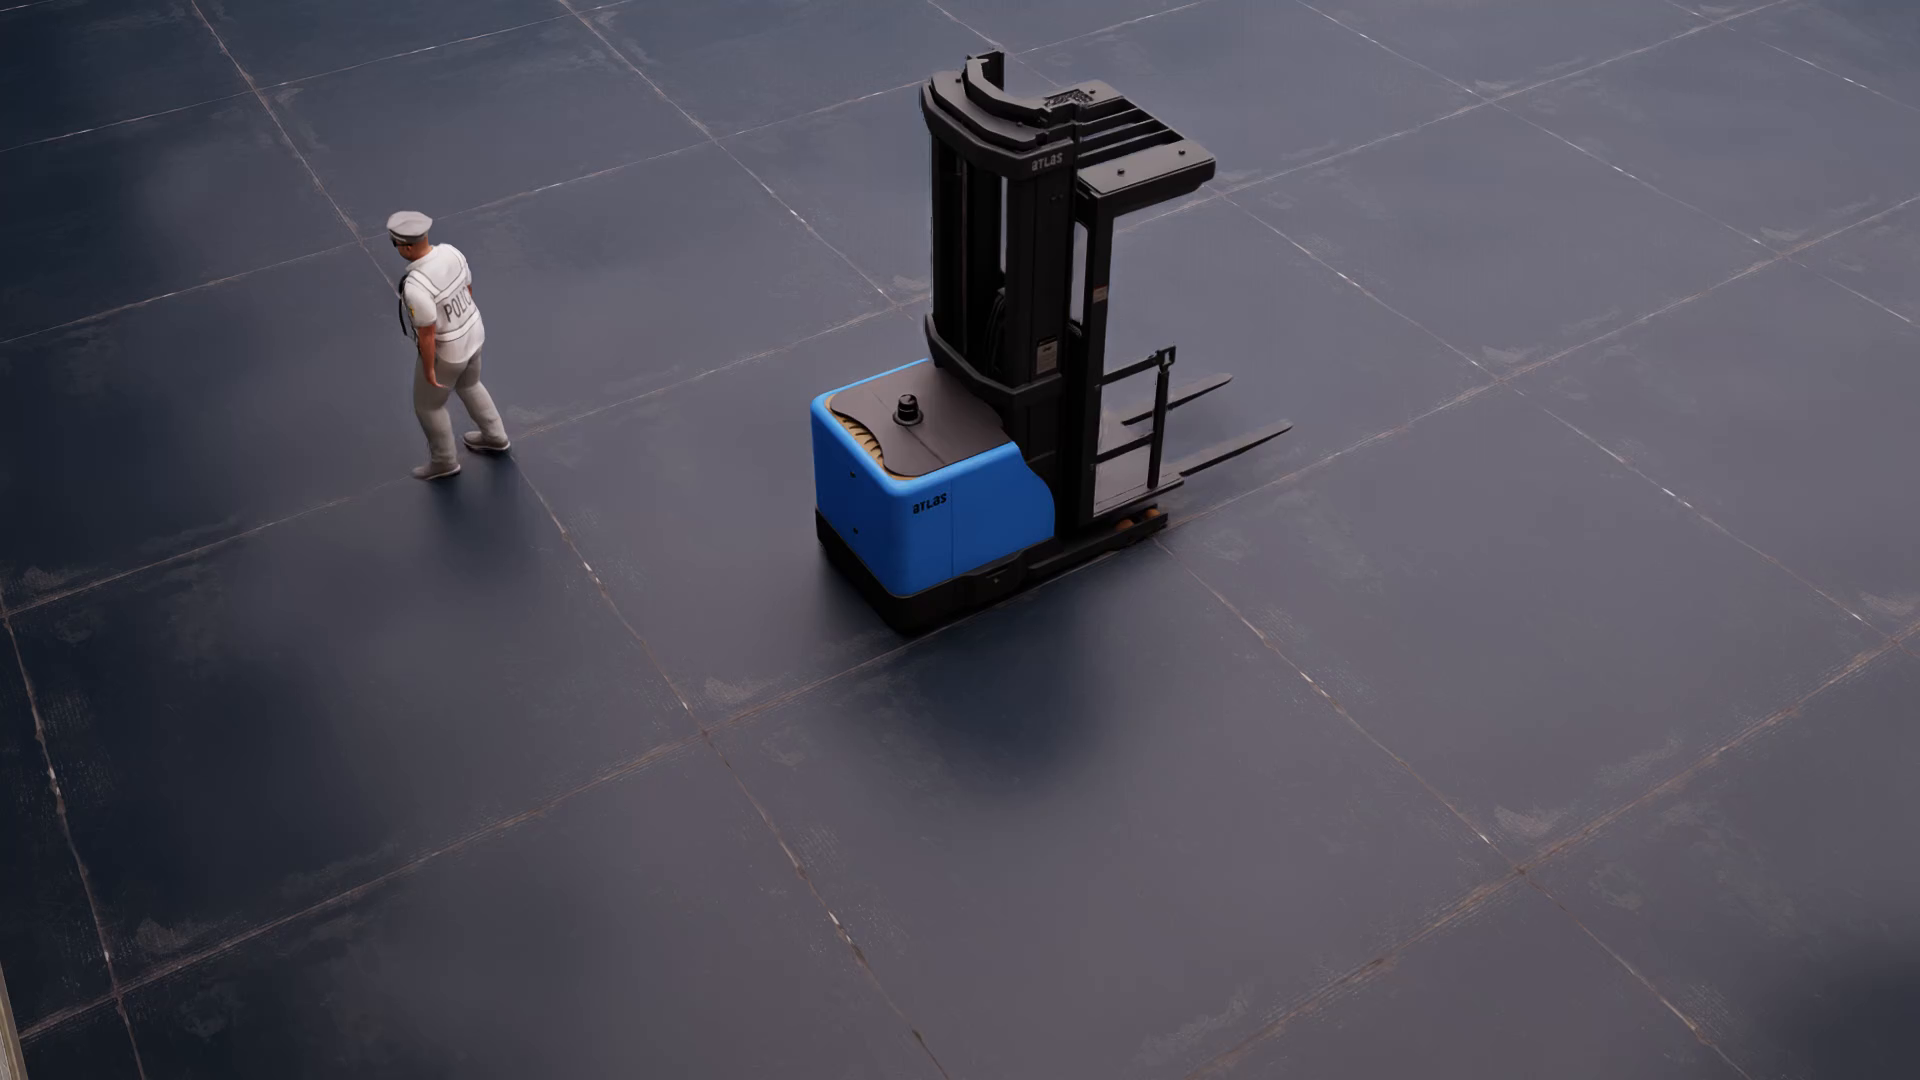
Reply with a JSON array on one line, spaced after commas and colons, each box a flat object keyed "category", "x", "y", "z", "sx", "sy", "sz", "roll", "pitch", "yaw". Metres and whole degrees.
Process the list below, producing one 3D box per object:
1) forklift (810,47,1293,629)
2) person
[{"category": "forklift", "x": 0.665, "y": -1.336, "z": 9.400, "sx": 3.031, "sy": 2.935, "sz": 1.130, "roll": -22, "pitch": 46, "yaw": -23}, {"category": "person", "x": -3.181, "y": -1.195, "z": 10.168, "sx": 0.509, "sy": 1.779, "sz": 0.613, "roll": 11, "pitch": 42, "yaw": 12}]
